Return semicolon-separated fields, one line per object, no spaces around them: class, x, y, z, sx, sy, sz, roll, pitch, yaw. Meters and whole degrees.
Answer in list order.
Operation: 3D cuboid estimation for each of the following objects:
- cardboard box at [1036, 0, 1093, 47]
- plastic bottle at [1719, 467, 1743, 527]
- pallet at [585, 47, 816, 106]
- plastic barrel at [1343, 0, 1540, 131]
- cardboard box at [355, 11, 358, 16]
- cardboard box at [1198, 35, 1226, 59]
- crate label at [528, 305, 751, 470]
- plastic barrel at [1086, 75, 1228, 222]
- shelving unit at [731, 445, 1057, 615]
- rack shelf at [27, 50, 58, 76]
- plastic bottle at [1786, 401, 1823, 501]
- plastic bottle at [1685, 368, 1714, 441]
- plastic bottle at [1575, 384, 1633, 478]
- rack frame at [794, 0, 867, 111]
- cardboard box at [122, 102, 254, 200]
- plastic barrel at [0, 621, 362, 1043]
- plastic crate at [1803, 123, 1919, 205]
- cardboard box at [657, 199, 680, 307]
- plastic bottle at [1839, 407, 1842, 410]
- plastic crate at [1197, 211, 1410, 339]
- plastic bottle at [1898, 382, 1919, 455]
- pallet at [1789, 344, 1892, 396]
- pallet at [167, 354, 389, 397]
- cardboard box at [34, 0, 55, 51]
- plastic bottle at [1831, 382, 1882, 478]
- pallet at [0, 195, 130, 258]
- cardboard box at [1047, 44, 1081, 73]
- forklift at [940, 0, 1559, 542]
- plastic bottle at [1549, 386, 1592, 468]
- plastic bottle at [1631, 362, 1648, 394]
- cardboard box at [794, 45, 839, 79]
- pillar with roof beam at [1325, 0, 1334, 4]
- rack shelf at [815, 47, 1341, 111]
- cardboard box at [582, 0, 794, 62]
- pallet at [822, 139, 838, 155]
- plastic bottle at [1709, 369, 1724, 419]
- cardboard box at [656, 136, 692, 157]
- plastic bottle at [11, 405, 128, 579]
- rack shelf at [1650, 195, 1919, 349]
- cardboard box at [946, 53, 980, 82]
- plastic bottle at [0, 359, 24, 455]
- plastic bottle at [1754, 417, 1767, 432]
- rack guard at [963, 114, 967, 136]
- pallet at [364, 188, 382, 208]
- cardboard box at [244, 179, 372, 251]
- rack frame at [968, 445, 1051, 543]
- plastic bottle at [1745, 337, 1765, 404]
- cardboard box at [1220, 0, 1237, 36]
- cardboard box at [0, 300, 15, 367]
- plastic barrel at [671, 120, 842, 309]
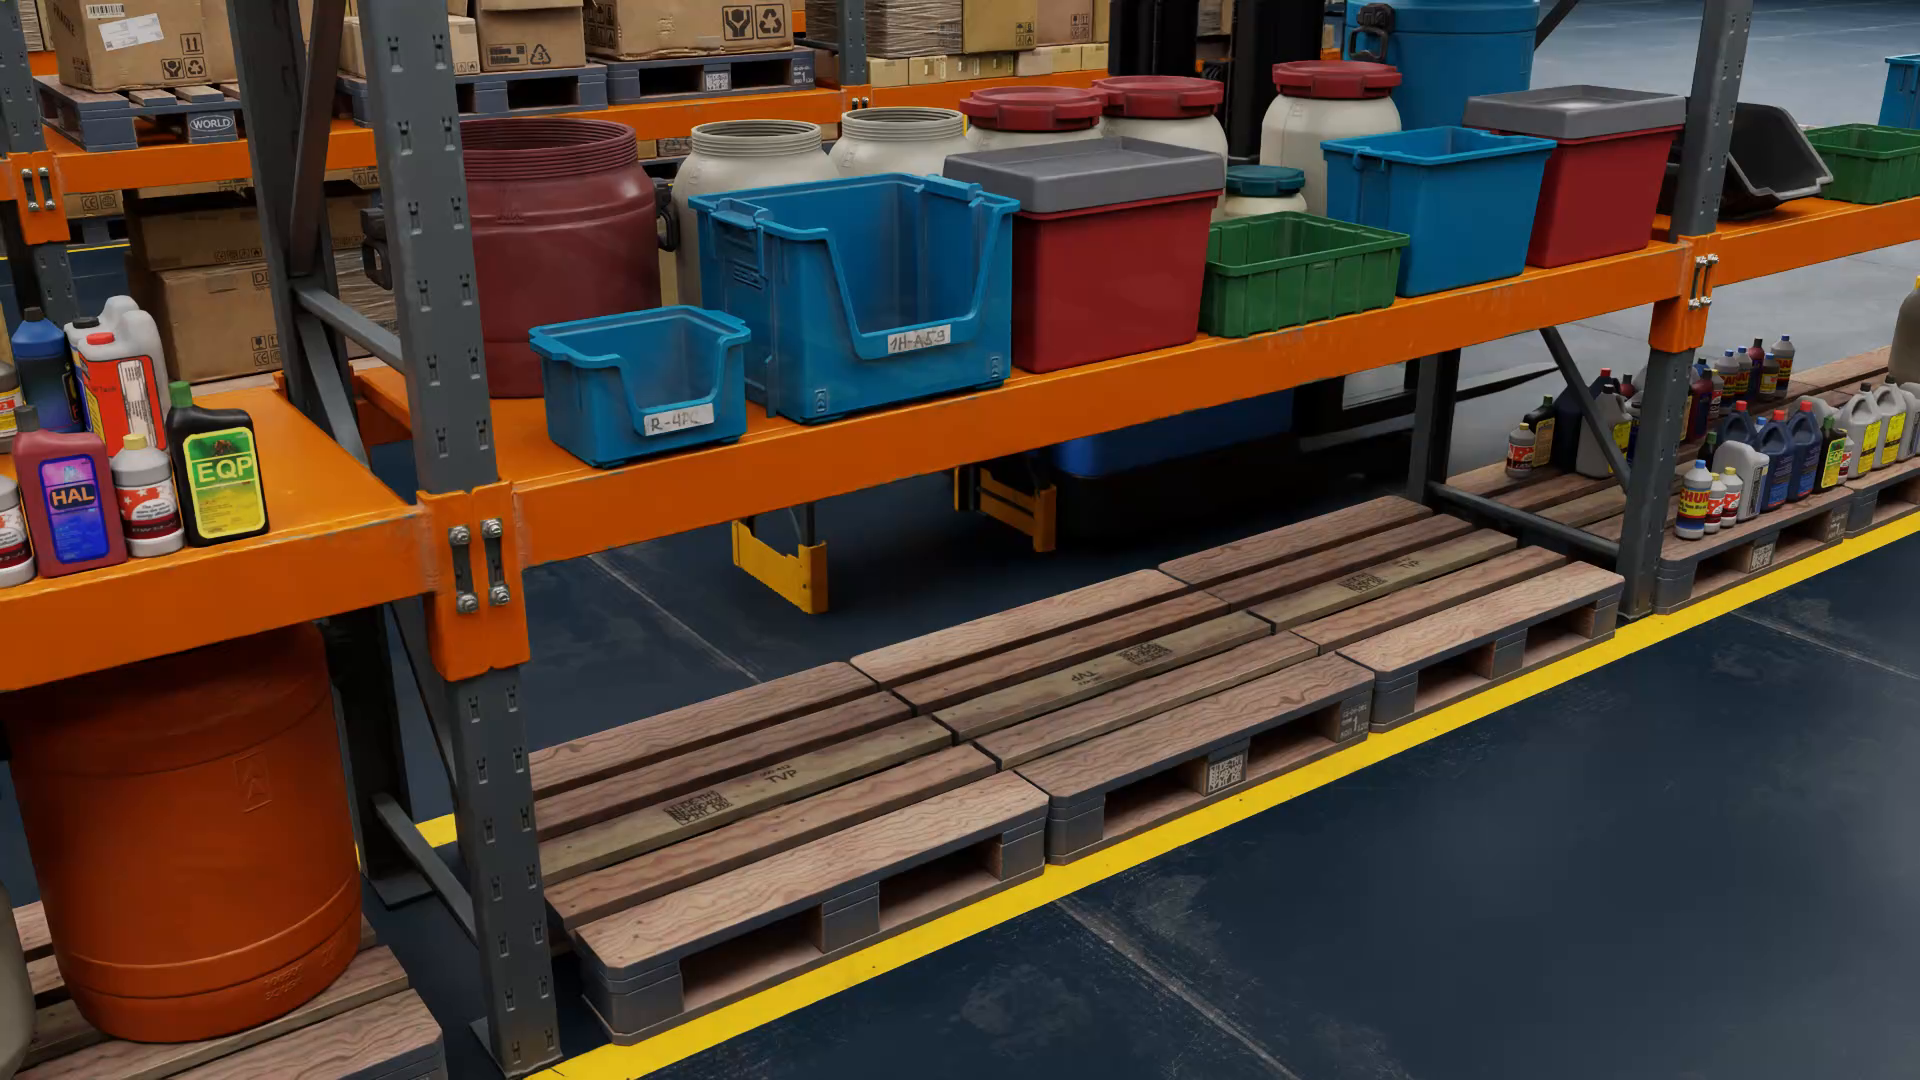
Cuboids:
cardboard box;0.332;-3.263;9.990;0.500;0.500;0.875;-15;26;-33
plastic bottle;2.730;-0.159;5.930;0.097;0.201;0.097;0;22;0
pallet;-1.548;-2.553;9.005;1.213;0.211;1.003;-15;26;-33
plastic barrel;1.559;-1.514;5.466;0.708;0.901;0.600;-15;26;-33
cardboard box;-2.894;-2.472;8.160;0.258;0.266;0.396;-16;27;-34
cardboard box;1.478;-3.174;10.642;0.250;0.149;0.380;-15;26;-33
crate label;-0.636;-0.308;3.347;0.416;0.233;0.303;-15;26;-33
plastic barrel;0.550;-1.037;4.763;0.433;0.535;0.433;0;22;0
shelving unit;-0.240;-0.637;5.970;1.083;1.500;0.587;-14;26;-32
rack shelf;-5.281;-3.510;12.117;4.000;0.370;1.077;-15;26;-33
plastic bottle;3.101;-0.338;6.177;0.185;0.351;0.144;-16;27;-35
plastic bottle;3.019;-0.556;6.813;0.133;0.283;0.061;-15;26;-33
plastic bottle;2.489;-0.430;6.407;0.185;0.351;0.144;-15;26;-33
rack frame;-0.843;-2.763;9.274;0.127;3.000;1.000;-15;26;-33
cardboard box;-5.650;-2.857;11.977;0.750;0.750;1.050;-14;26;-32
plastic barrel;-1.584;0.516;3.416;0.708;0.830;0.600;-15;26;-33
plastic crate;3.317;-1.384;6.103;0.662;0.188;0.450;-15;26;-33
cardboard box;-1.752;-1.583;9.095;0.500;0.500;0.700;-15;26;-33
plastic bottle;3.491;-0.428;6.603;0.097;0.201;0.097;0;22;0
plastic crate;0.801;-0.713;4.422;0.662;0.188;0.450;-15;26;-33
plastic bottle;3.842;-0.503;6.690;0.135;0.276;0.152;-15;26;-32
pallet;4.600;-0.639;7.713;1.213;0.211;1.003;-15;26;-33
pallet;-3.454;-0.771;8.044;1.213;0.211;1.003;-15;26;-33
cardboard box;-5.971;-3.585;11.198;0.500;0.500;0.500;-15;26;-33
plastic bottle;3.446;-0.430;6.407;0.185;0.351;0.144;-15;26;-33
pallet;-6.220;-2.265;11.786;1.213;0.211;1.003;-15;26;-33
cardboard box;0.508;-2.881;9.907;0.250;0.149;0.380;-15;26;-33
forklift;1.410;-1.762;6.858;3.031;2.935;1.130;-14;26;-32
plastic bottle;2.404;-0.473;6.516;0.185;0.351;0.144;-16;27;-34
plastic bottle;2.822;-0.585;6.795;0.185;0.351;0.144;-15;26;-33
cardboard box;-0.840;-2.782;9.659;0.250;0.149;0.380;-15;26;-33
pillar with roof beam;9.749;-13.611;28.364;0.400;9.000;9.100;-15;26;-33
rack shelf;0.781;-2.862;10.492;4.000;0.370;1.077;-15;26;-33
cardboard box;-1.569;-3.107;8.760;1.000;1.000;1.000;-15;26;-33
pallet;-1.014;-3.651;15.262;1.213;0.211;1.003;-15;26;-33
plastic bottle;3.203;-0.628;7.104;0.097;0.201;0.097;0;22;0
cardboard box;-2.376;-3.797;14.165;0.875;0.875;0.875;-15;26;-32
plastic bottle;-1.464;-0.087;2.726;0.133;0.283;0.061;-15;26;-33
rack shelf;3.673;-1.372;6.758;4.000;0.370;1.077;-15;26;-33
cardboard box;-0.095;-2.715;9.493;0.250;0.149;0.380;-15;26;-33
plastic bottle;-1.926;-0.281;3.321;0.097;0.201;0.097;0;22;0
plastic bottle;2.995;-0.328;6.259;0.097;0.271;0.097;0;22;0
rack guard;-0.391;-3.987;15.715;0.348;0.500;1.175;-15;26;-33
pallet;-4.240;-2.793;13.110;1.213;0.211;1.003;-15;26;-33
cardboard box;-3.139;-1.561;8.029;0.500;0.250;0.500;-12;25;-27
rack frame;0.187;-0.746;6.242;0.032;1.500;0.500;-14;26;-32
plastic bottle;3.449;-0.740;7.274;0.133;0.283;0.061;-14;26;-32
cardboard box;1.606;-3.559;10.731;0.500;0.500;0.875;-15;26;-33
cardboard box;-4.662;-0.963;7.062;0.875;0.875;1.225;-16;27;-35
plastic barrel;-0.487;-0.746;4.069;0.421;0.512;0.421;0;22;0
